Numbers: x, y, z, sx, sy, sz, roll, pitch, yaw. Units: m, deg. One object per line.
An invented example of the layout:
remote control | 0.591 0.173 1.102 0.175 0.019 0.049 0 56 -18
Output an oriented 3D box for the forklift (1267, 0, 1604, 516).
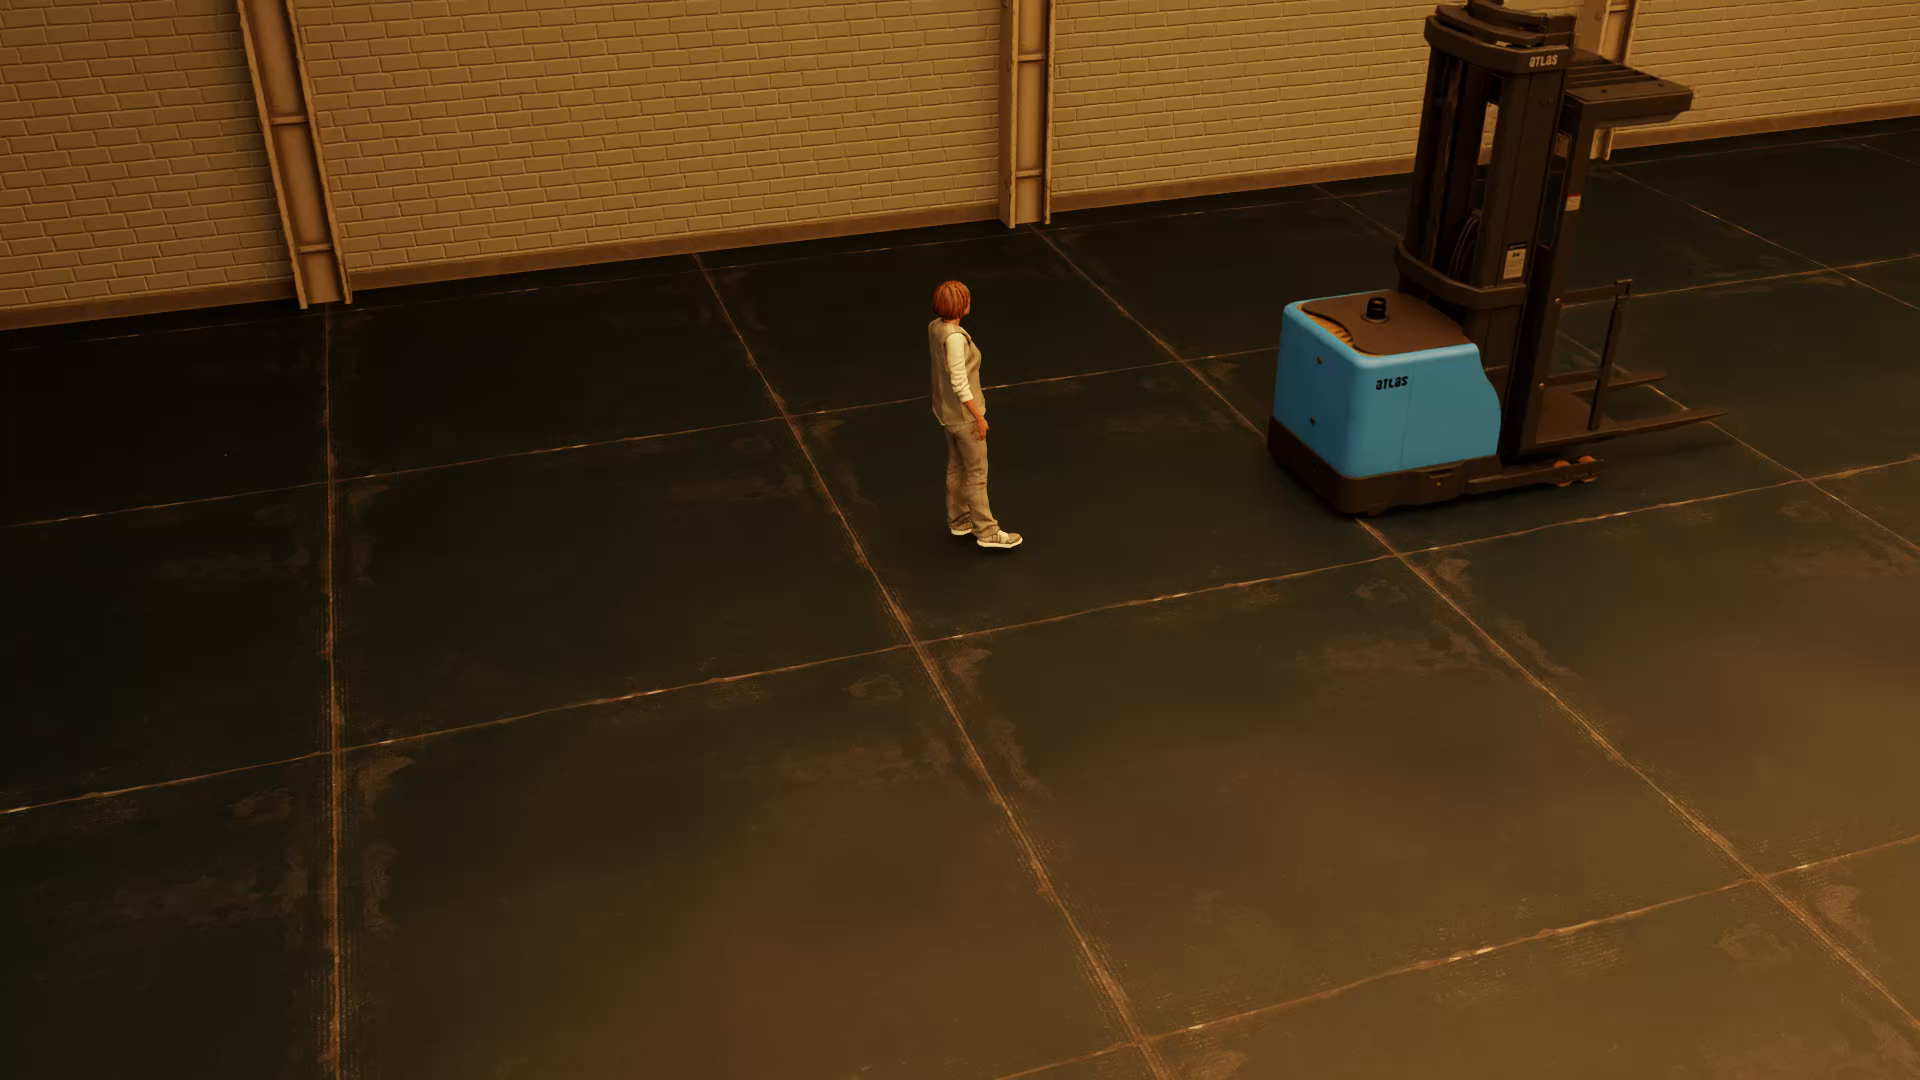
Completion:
forklift | 3.593 -1.848 10.299 3.031 2.935 1.130 -10 31 -16

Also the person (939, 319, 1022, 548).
person | 0.081 -0.637 9.674 0.459 1.362 0.520 -10 31 -16
